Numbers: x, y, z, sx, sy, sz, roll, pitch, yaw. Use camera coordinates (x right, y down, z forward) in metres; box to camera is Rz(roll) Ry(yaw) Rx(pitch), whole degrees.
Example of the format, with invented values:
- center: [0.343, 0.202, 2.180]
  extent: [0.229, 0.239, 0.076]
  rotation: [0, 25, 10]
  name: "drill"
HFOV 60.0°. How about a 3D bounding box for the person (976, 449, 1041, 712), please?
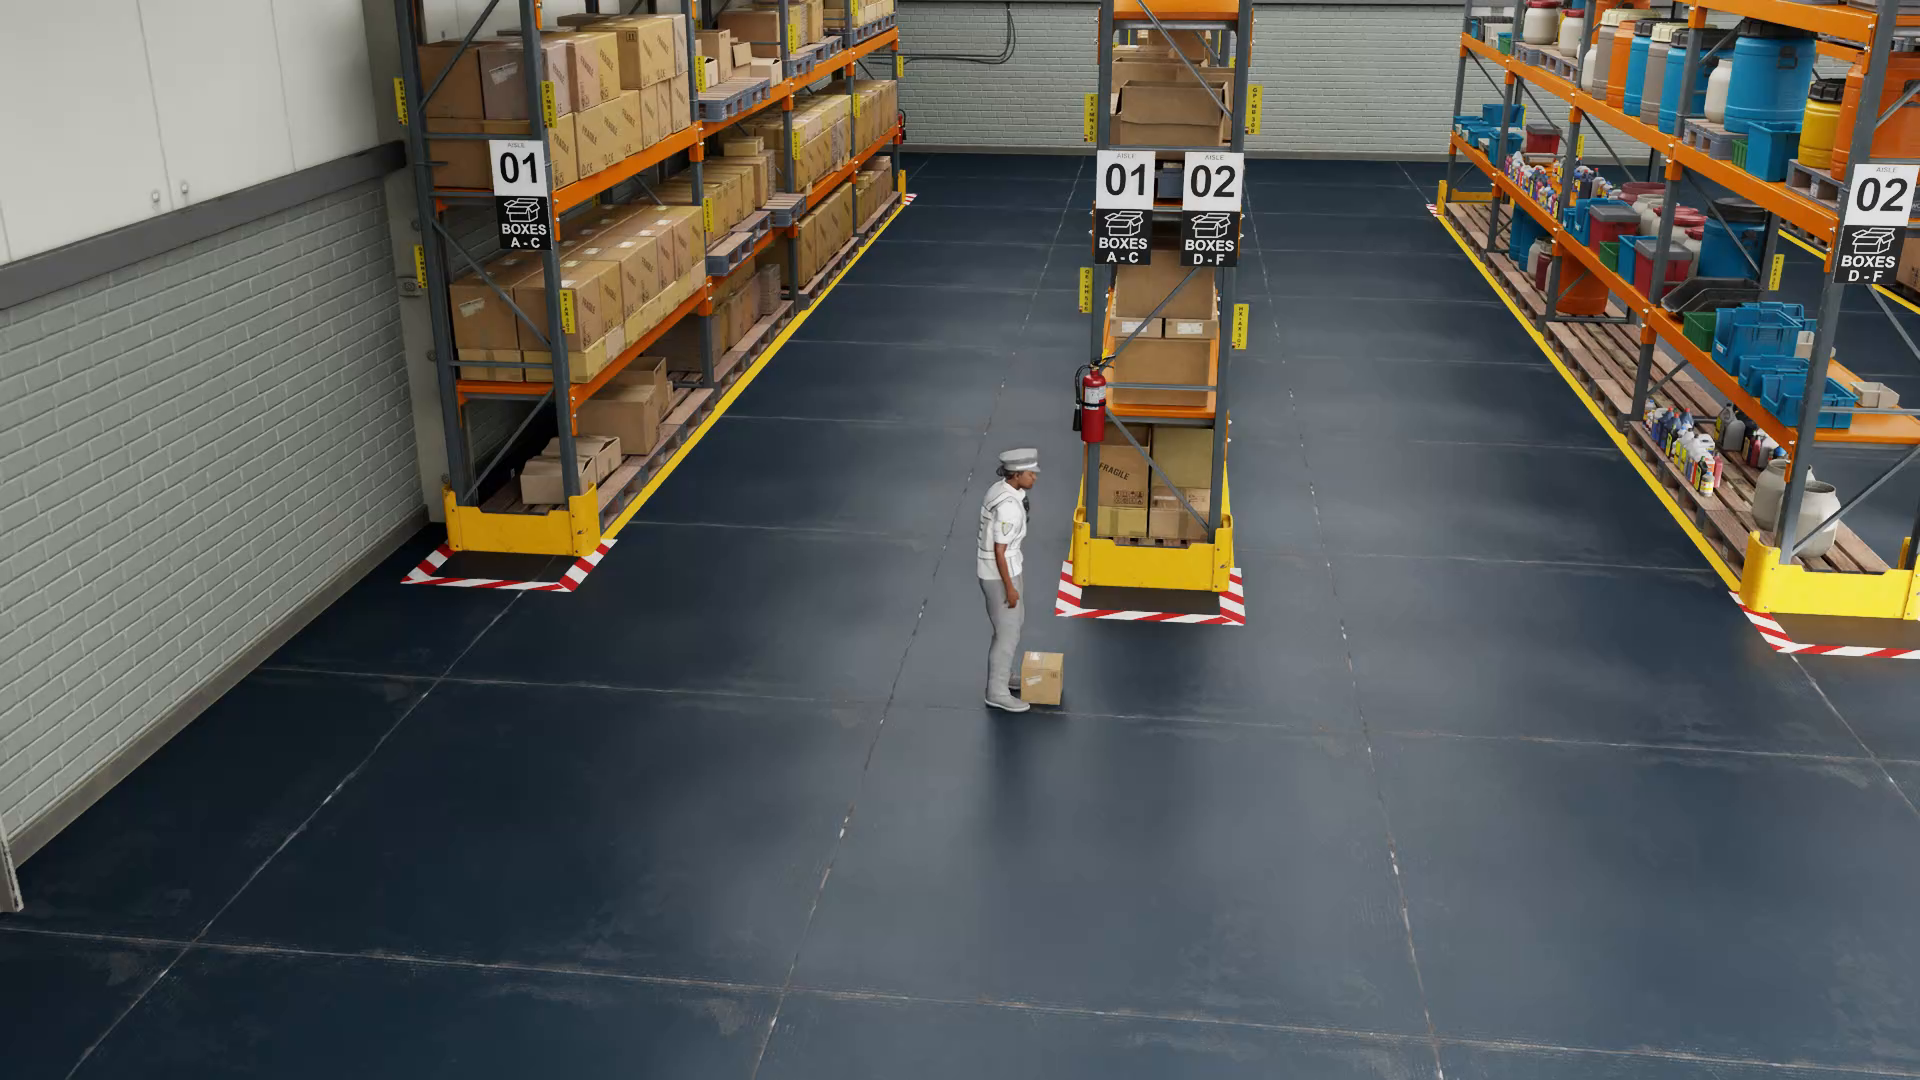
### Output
- center: [0.300, 0.229, 10.499]
  extent: [0.396, 1.658, 0.524]
  rotation: [2, 21, 5]
  name: "person"
